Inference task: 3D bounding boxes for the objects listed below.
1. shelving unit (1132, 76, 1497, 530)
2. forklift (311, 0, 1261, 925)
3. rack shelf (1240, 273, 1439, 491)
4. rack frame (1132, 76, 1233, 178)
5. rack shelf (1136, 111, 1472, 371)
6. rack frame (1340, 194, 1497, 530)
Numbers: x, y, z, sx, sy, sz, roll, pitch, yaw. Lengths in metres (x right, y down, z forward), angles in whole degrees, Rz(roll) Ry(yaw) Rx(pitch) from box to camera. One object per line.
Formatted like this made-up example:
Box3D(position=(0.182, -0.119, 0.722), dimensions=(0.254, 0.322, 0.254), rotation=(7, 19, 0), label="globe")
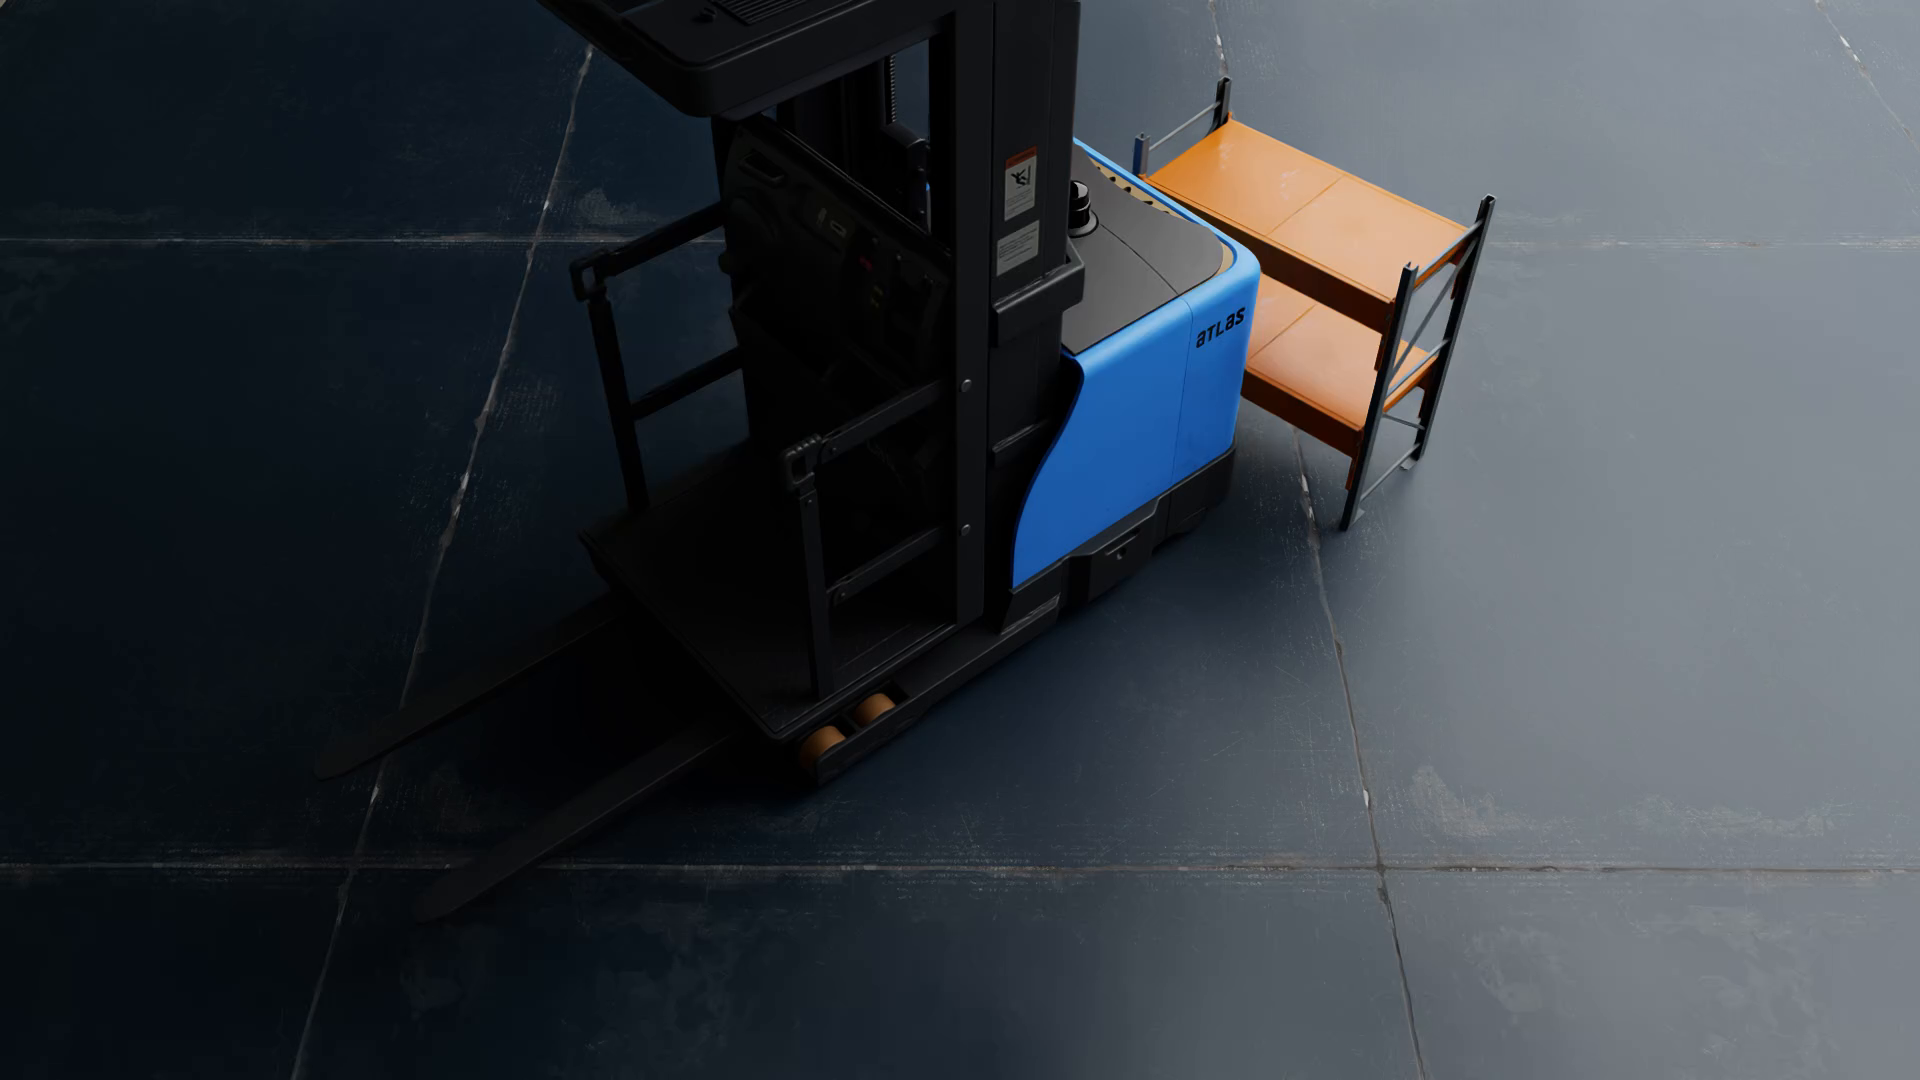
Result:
Box3D(position=(1.129, -0.813, 5.738), dimensions=(1.048, 1.125, 0.538), rotation=(34, 55, 27), label="shelving unit")
Box3D(position=(-0.512, -0.708, 4.407), dimensions=(3.031, 2.935, 1.130), rotation=(-32, 55, -26), label="forklift")
Box3D(position=(1.129, -0.646, 5.917), dimensions=(1.000, 0.278, 0.538), rotation=(34, 55, 27), label="rack shelf")
Box3D(position=(0.752, -1.063, 5.971), dimensions=(0.032, 1.125, 0.500), rotation=(34, 55, 27), label="rack frame")
Box3D(position=(1.129, -1.012, 5.524), dimensions=(1.000, 0.278, 0.538), rotation=(34, 55, 27), label="rack shelf")
Box3D(position=(1.505, -0.562, 5.505), dimensions=(0.032, 1.125, 0.500), rotation=(34, 55, 27), label="rack frame")
